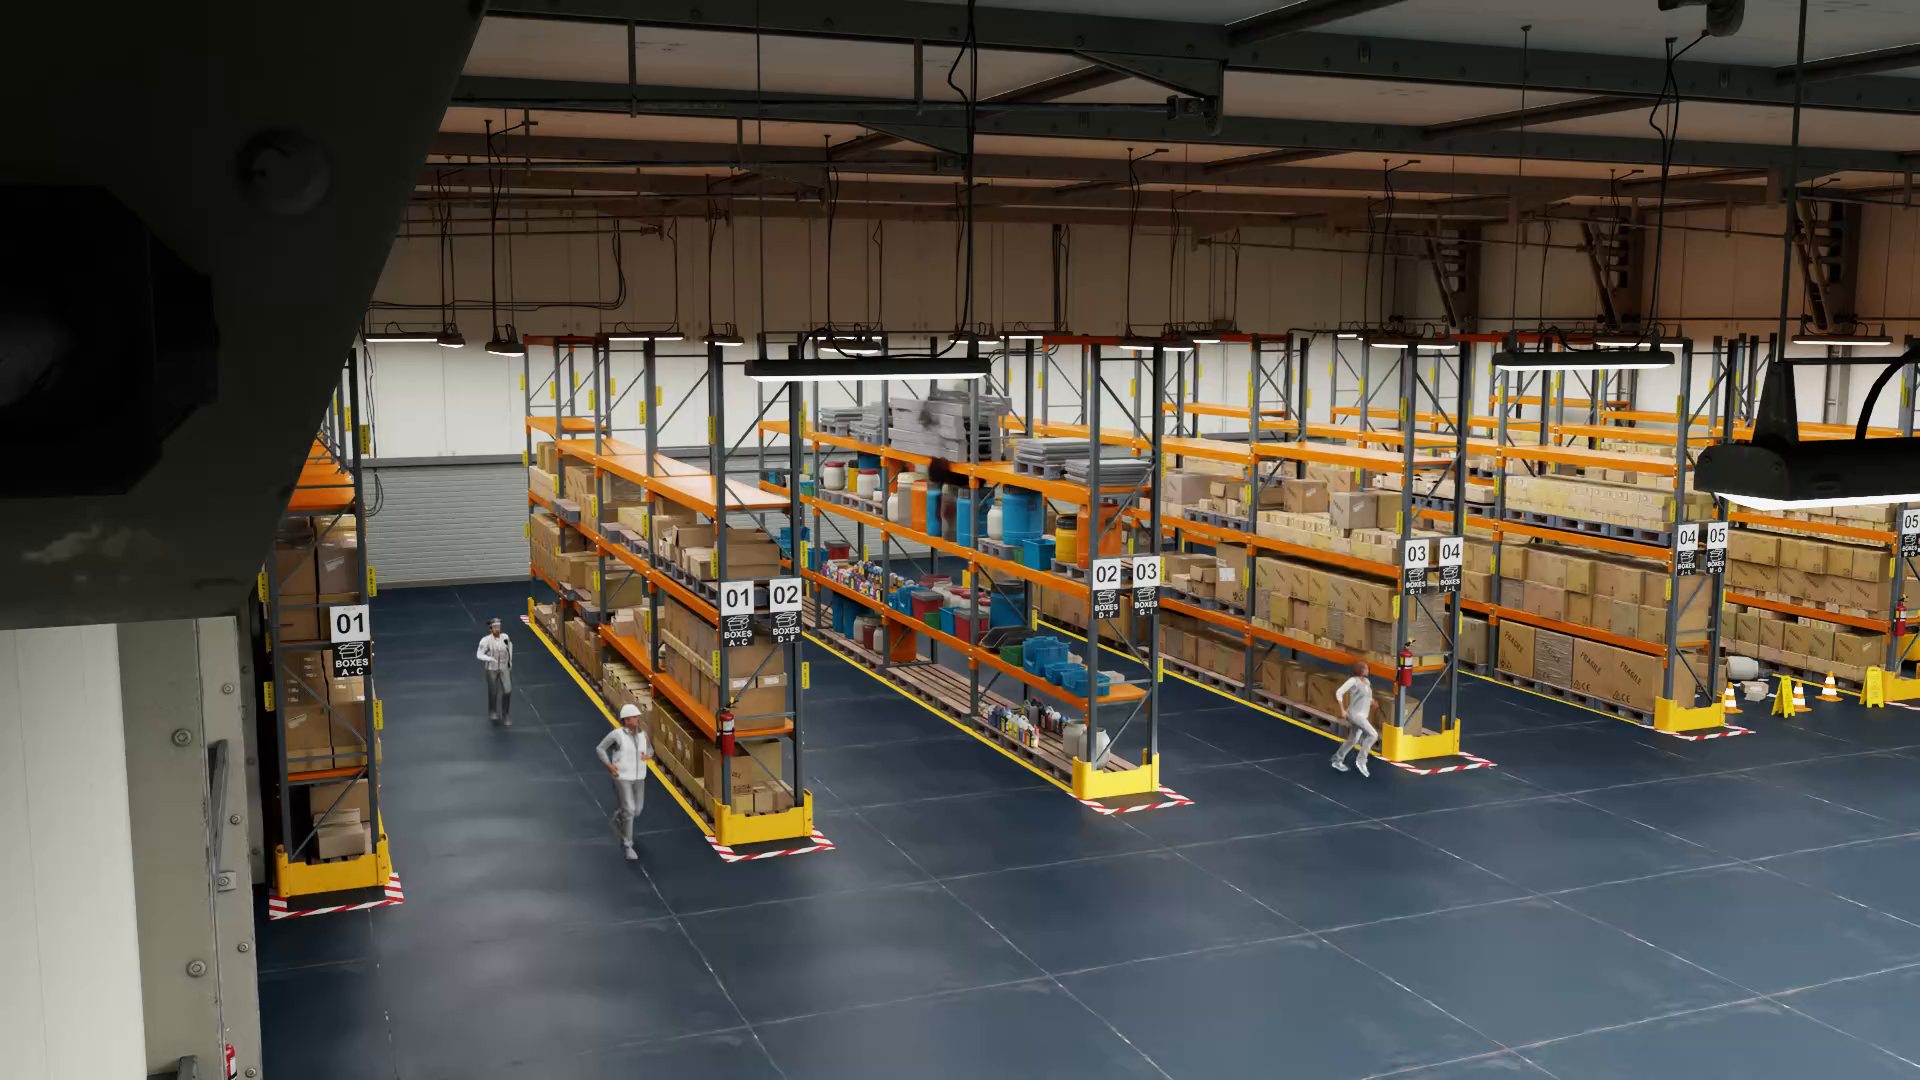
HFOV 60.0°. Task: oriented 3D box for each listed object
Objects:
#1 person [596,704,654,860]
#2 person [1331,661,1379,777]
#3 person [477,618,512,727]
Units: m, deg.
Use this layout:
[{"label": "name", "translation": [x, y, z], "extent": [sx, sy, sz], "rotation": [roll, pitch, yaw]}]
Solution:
[{"label": "person", "translation": [-3.990, 2.847, 19.911], "extent": [0.902, 1.762, 0.582], "rotation": [7, 10, 42]}, {"label": "person", "translation": [5.553, 2.467, 23.205], "extent": [0.657, 1.562, 0.498], "rotation": [5, 9, 35]}, {"label": "person", "translation": [-7.236, 2.060, 25.967], "extent": [0.605, 1.734, 0.740], "rotation": [-4, 9, -29]}]
